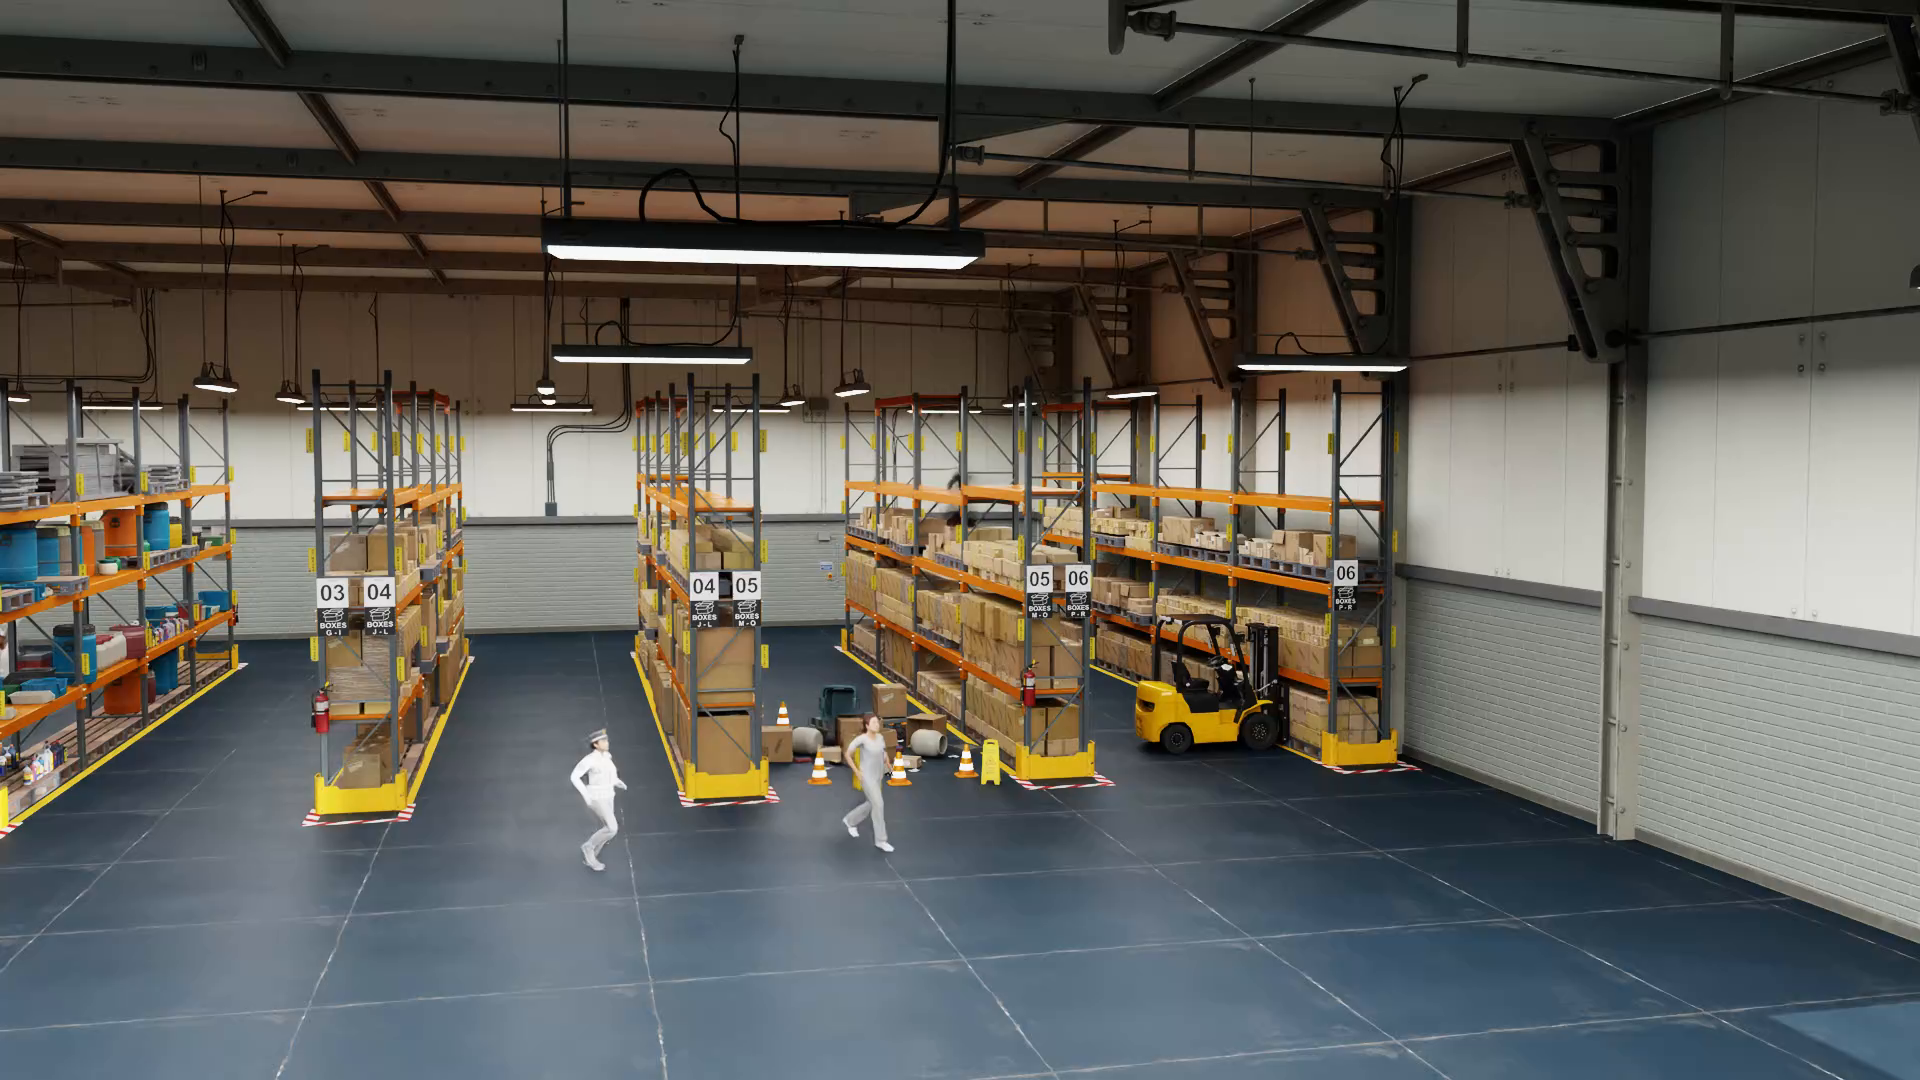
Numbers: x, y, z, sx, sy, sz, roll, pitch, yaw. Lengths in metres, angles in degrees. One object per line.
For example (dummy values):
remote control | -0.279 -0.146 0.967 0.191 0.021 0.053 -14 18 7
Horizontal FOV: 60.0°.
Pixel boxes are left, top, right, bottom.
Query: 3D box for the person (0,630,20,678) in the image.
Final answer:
person | -16.889 2.446 29.277 0.693 1.735 0.619 -1 4 -23

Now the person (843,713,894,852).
person | -1.141 2.979 20.687 0.894 1.673 0.577 3 4 38

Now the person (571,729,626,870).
person | -4.182 3.045 19.505 0.574 1.660 0.603 1 4 21
